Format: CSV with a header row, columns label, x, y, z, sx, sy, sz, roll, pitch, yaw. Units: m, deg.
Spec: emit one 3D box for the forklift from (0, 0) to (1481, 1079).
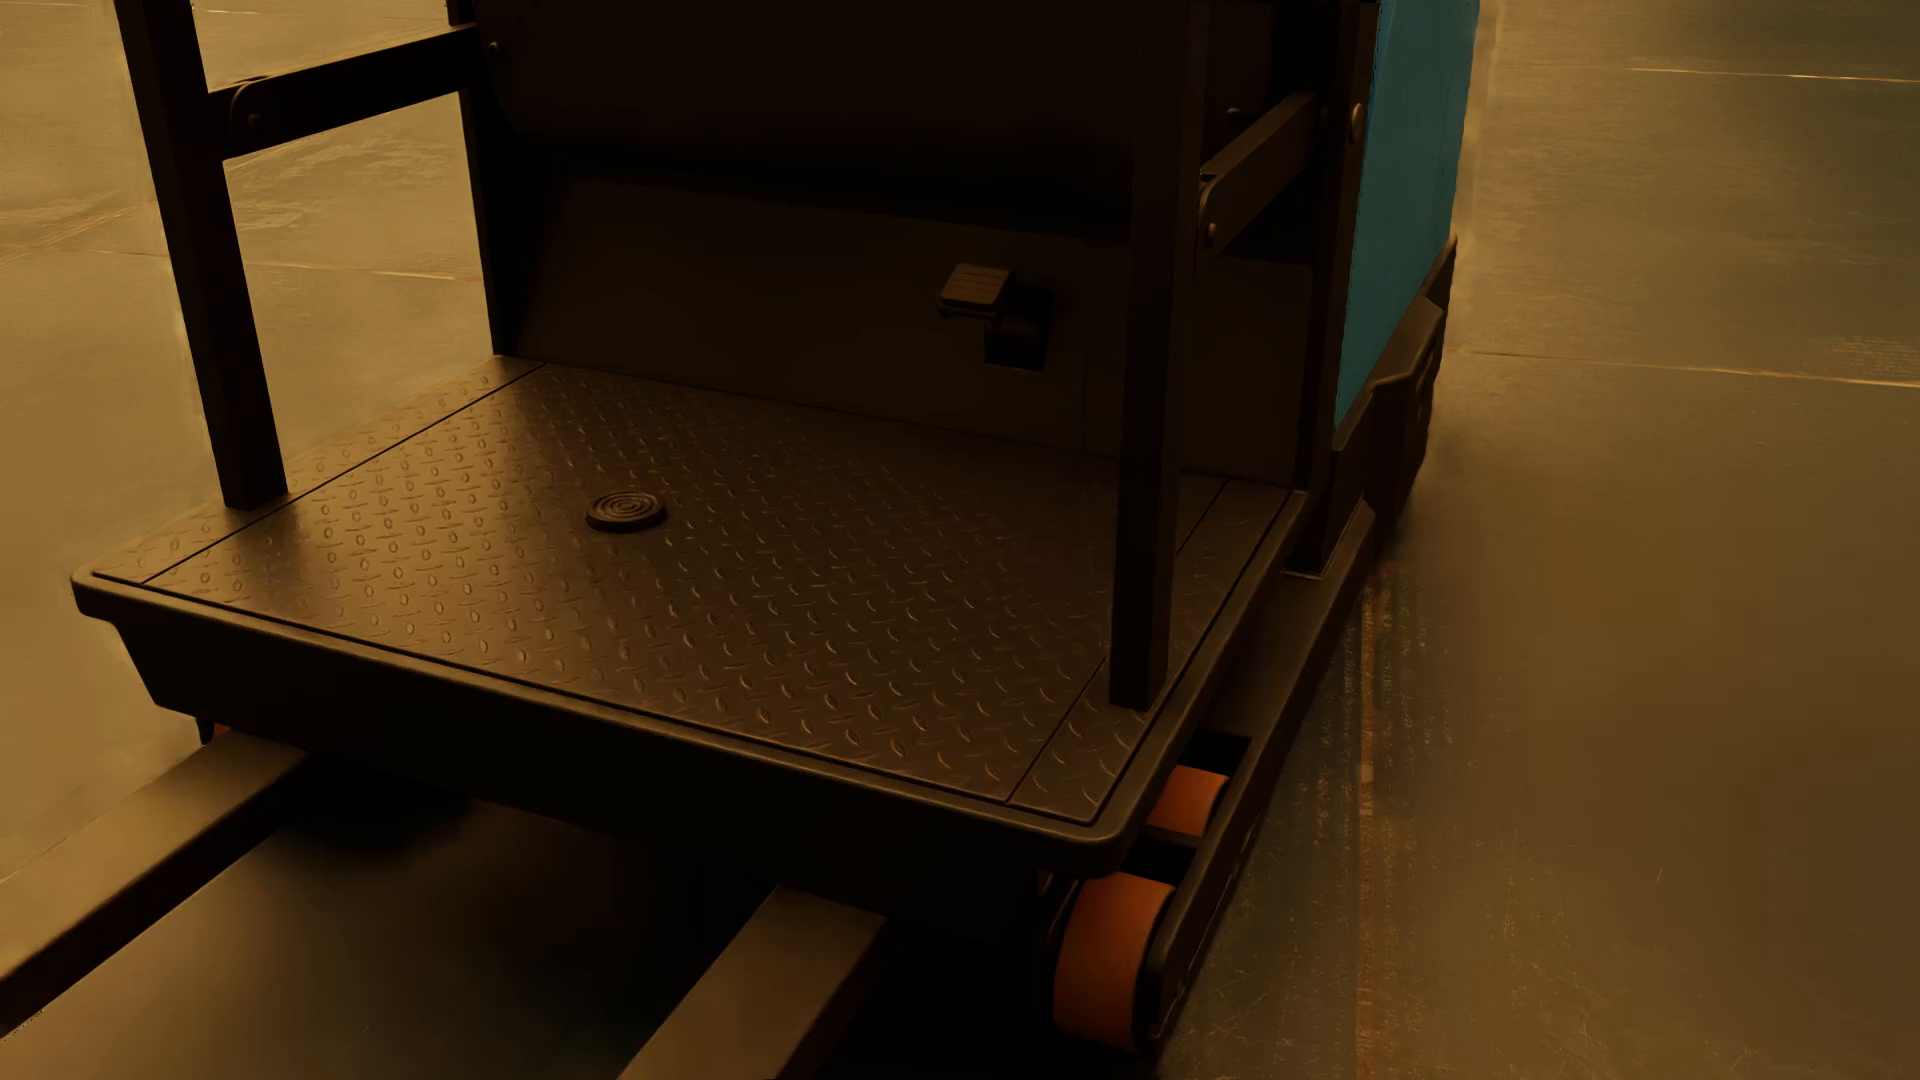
label,x,y,z,sx,sy,sz,roll,pitch,yaw
forklift,-0.197,-1.052,1.331,1.130,2.935,3.031,11,29,21
